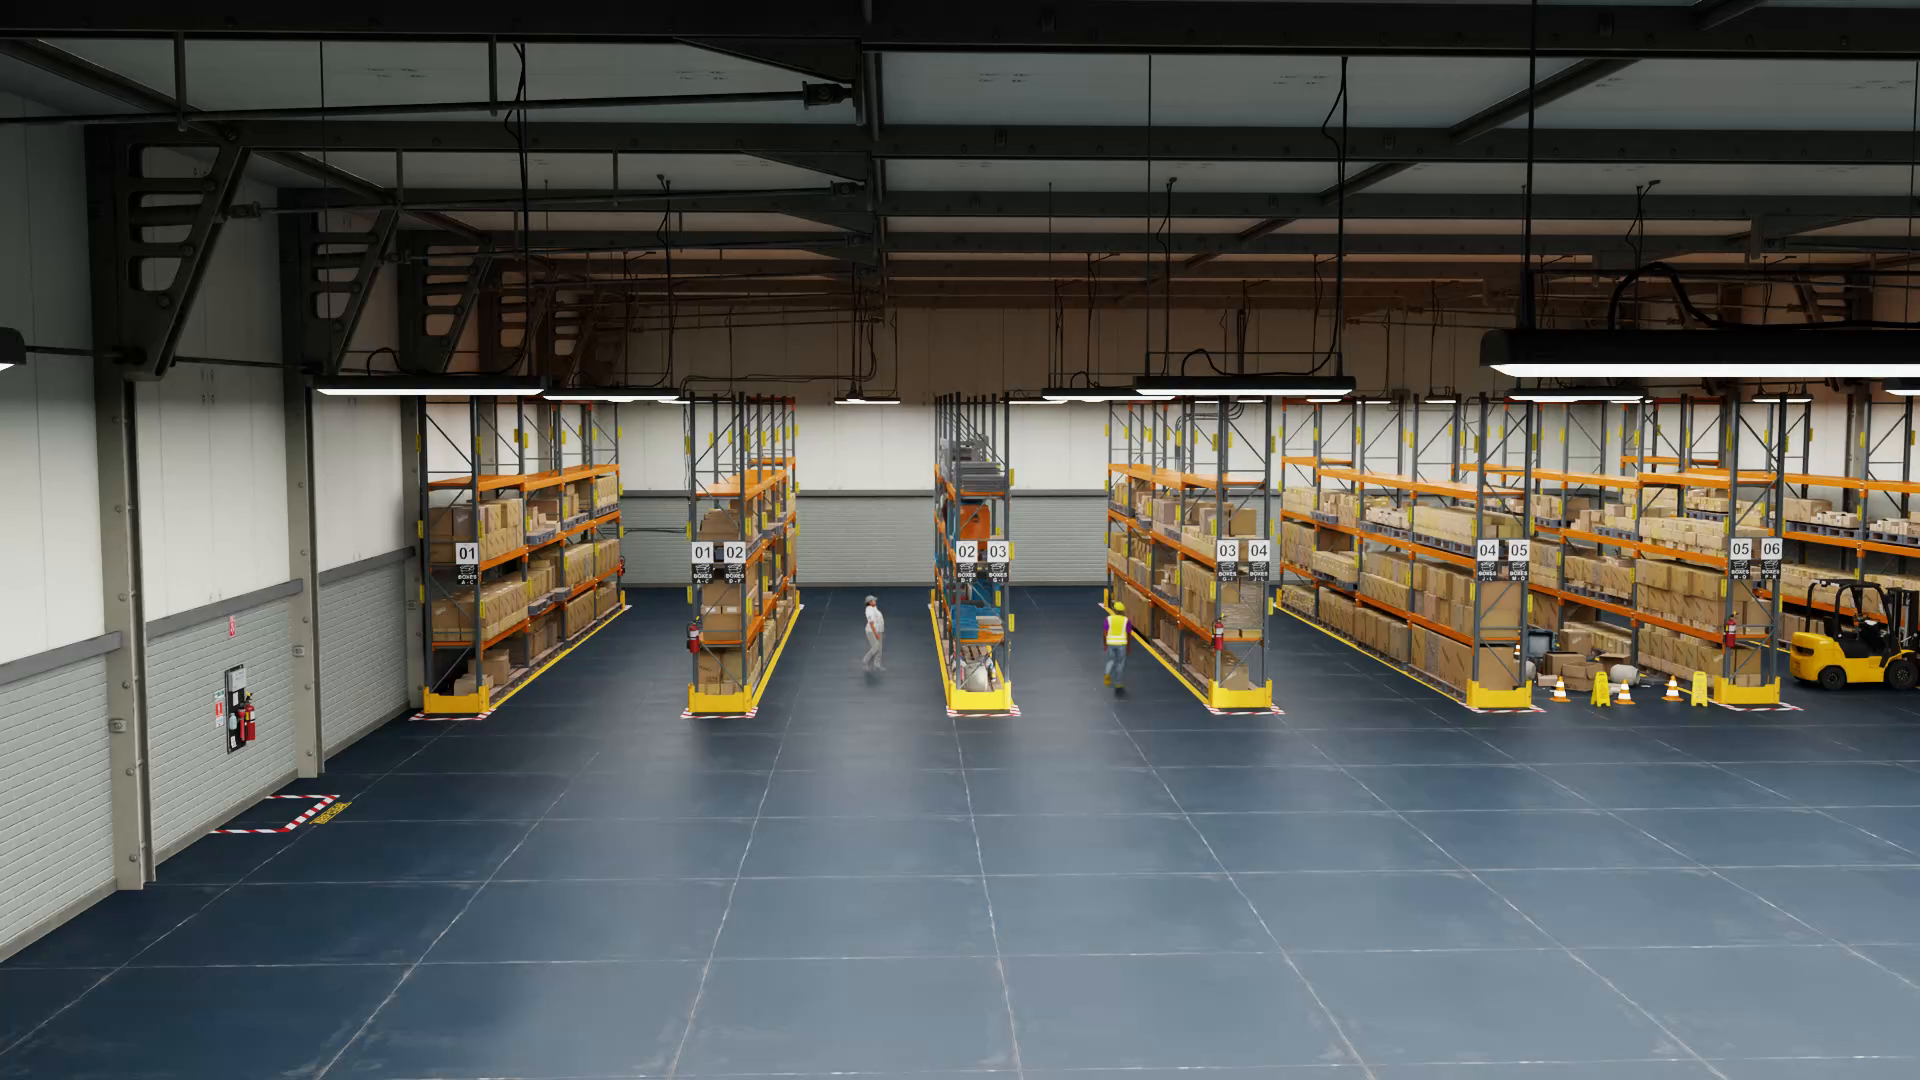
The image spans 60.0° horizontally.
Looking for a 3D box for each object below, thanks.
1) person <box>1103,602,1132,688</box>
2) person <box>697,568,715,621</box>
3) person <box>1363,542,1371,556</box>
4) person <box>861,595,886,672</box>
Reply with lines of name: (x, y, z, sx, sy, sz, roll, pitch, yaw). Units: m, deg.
person: (3.190, 2.129, 33.750, 0.564, 1.756, 0.603, 3, 5, 31)
person: (-6.839, 1.307, 45.017, 0.623, 1.670, 0.948, 0, 5, -1)
person: (12.021, 0.904, 49.147, 0.845, 1.724, 0.565, -1, 5, -7)
person: (-1.851, 2.019, 36.001, 0.530, 1.665, 0.553, 2, 5, 22)
